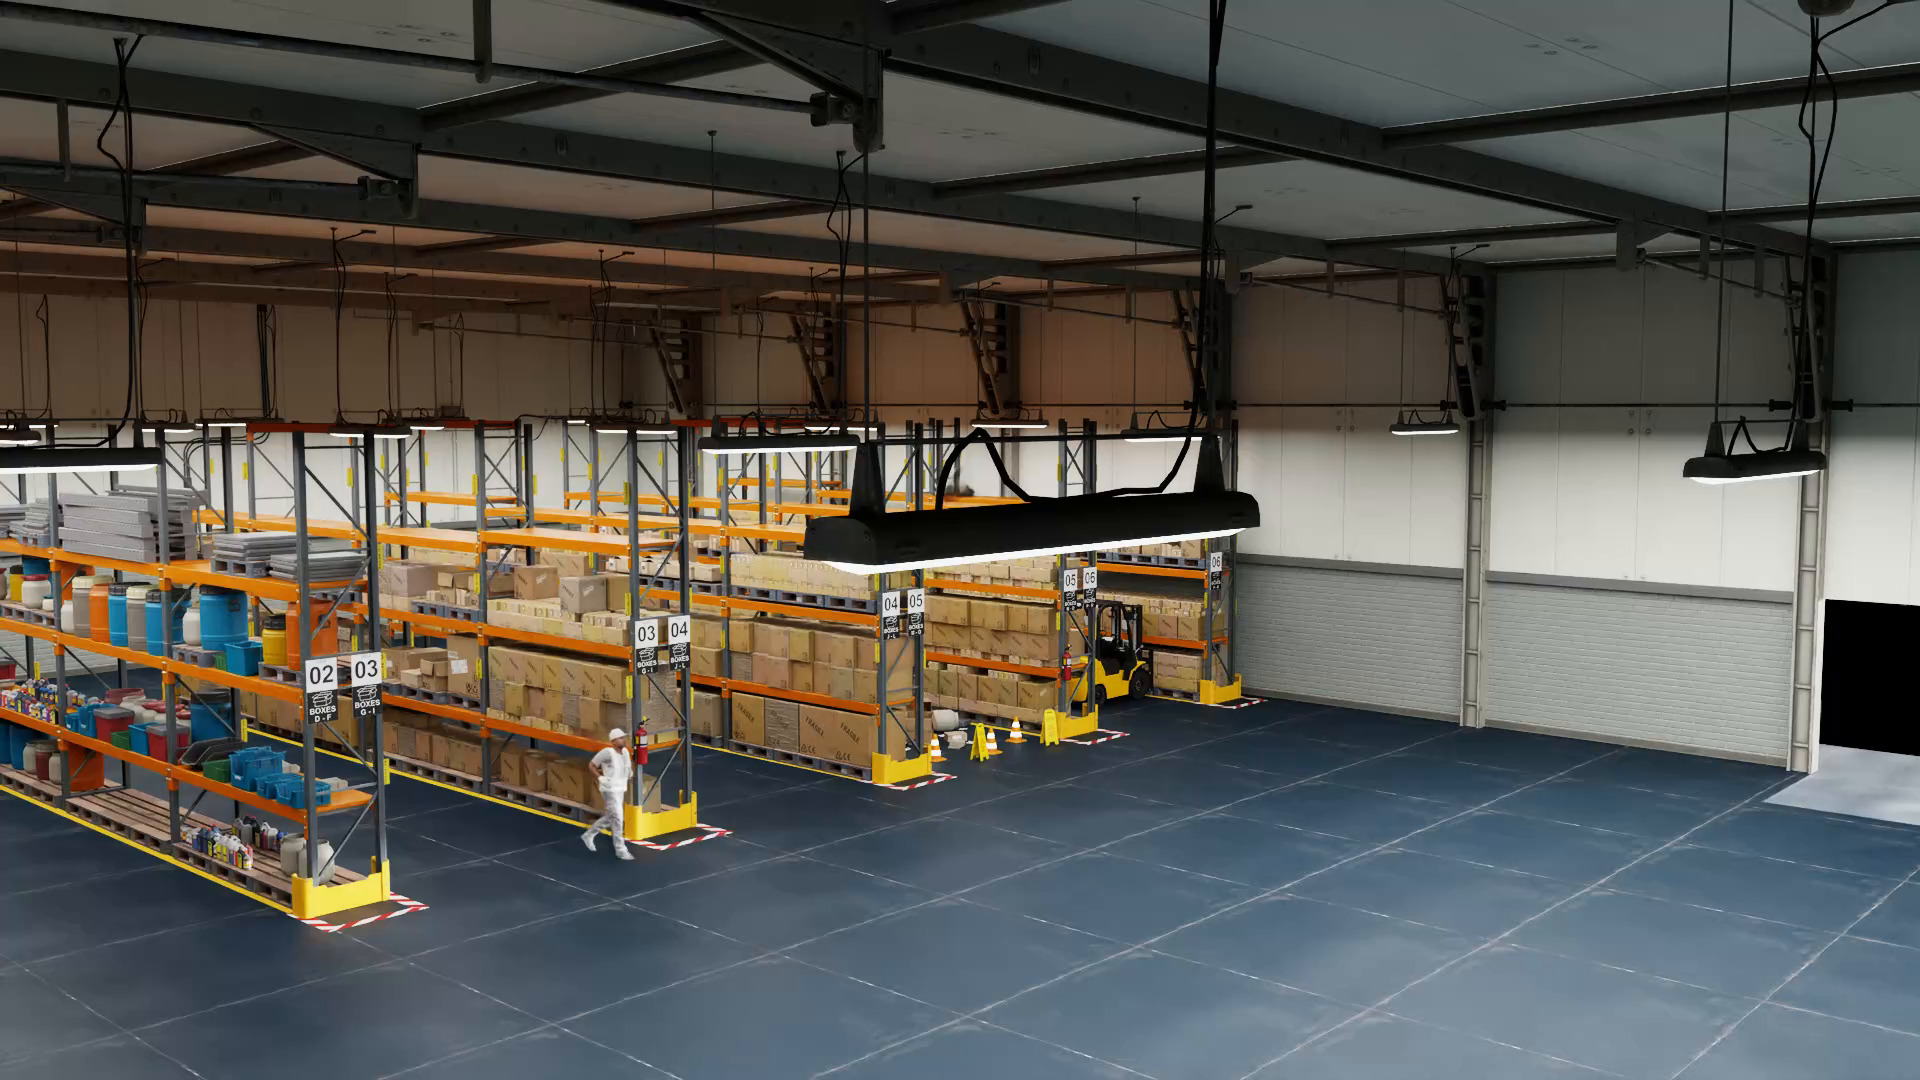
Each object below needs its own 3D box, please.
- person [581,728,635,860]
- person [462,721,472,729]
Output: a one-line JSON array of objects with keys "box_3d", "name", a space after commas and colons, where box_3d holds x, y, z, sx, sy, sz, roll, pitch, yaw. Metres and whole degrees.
[{"box_3d": [-4.882, 3.547, 23.435, 0.921, 1.793, 0.702, 2, 5, 22], "name": "person"}, {"box_3d": [-9.368, 2.946, 31.613, 0.570, 1.604, 0.573, 4, 6, 37], "name": "person"}]
